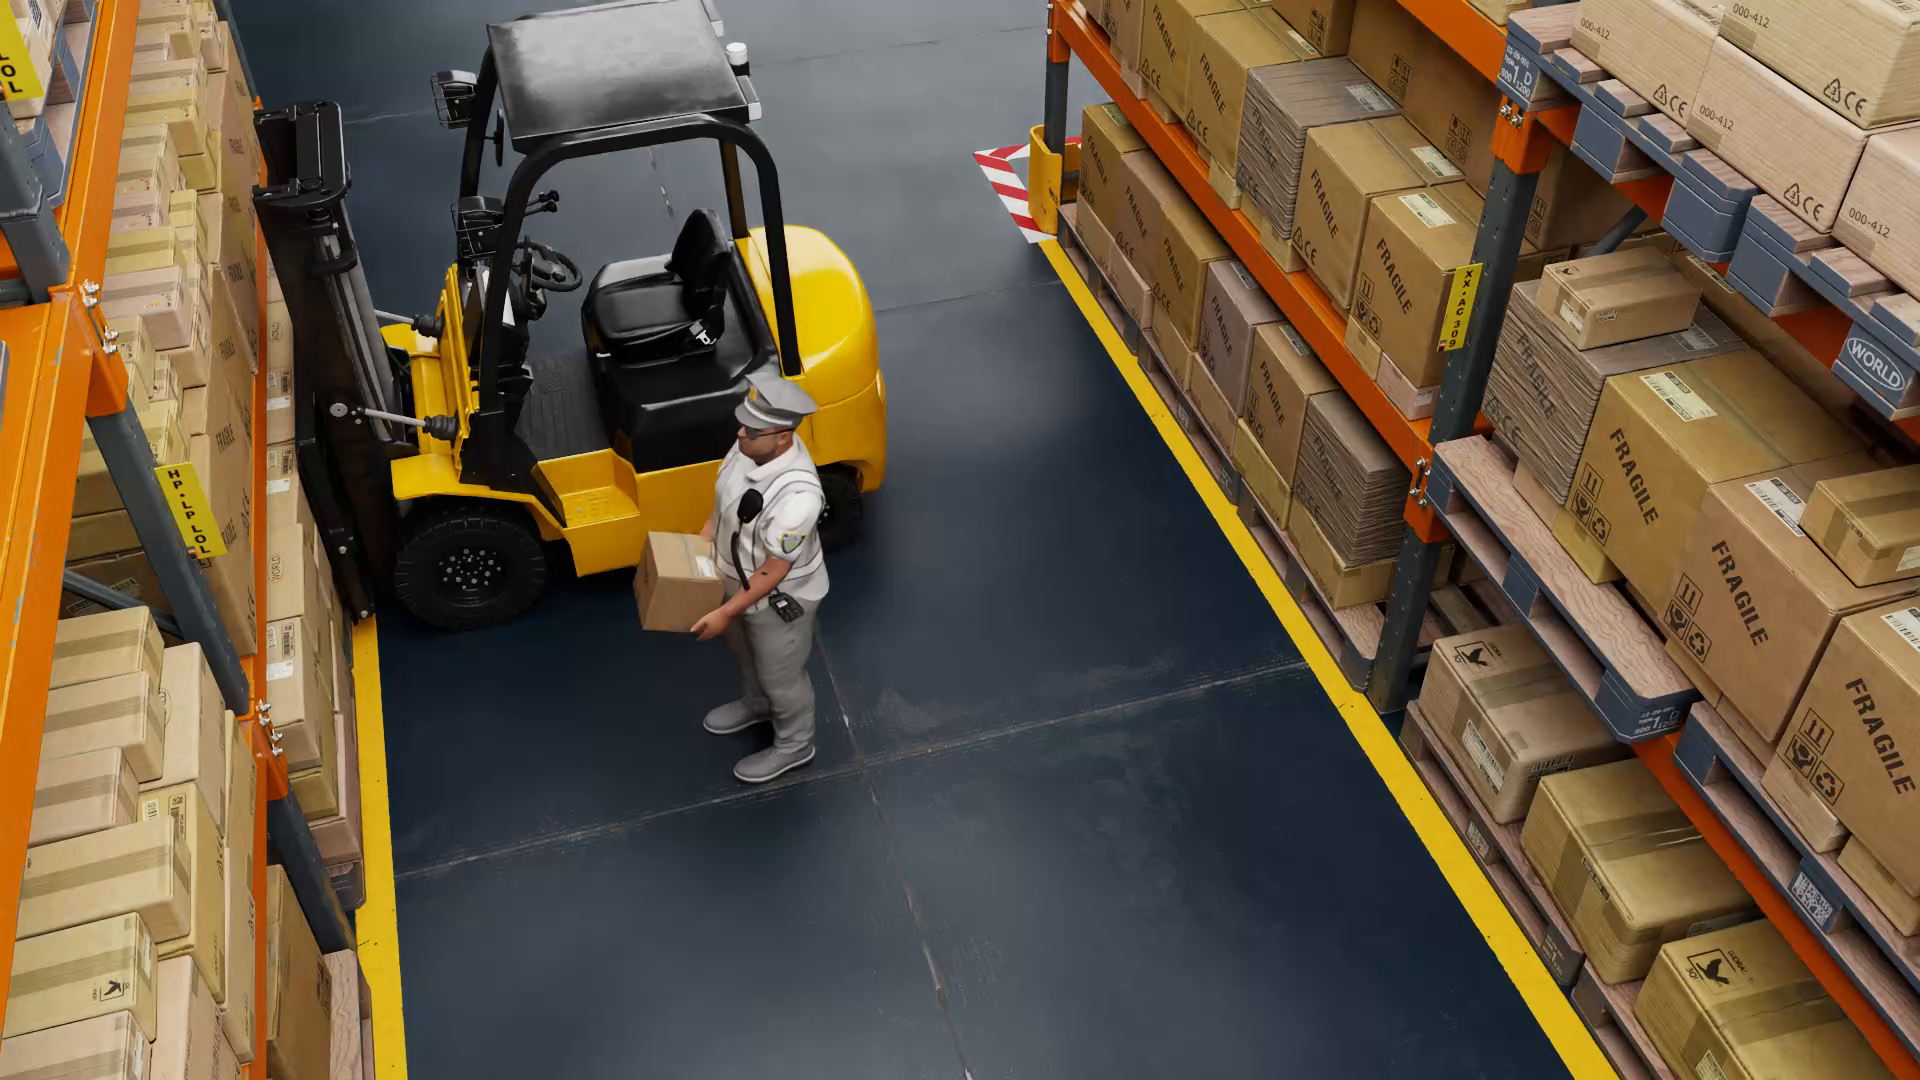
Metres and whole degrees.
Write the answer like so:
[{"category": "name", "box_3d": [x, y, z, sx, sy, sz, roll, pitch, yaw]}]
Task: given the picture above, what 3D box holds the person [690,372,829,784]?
[{"category": "person", "box_3d": [-0.748, 0.165, 5.950, 0.546, 1.777, 0.544, -18, 45, -19]}]
